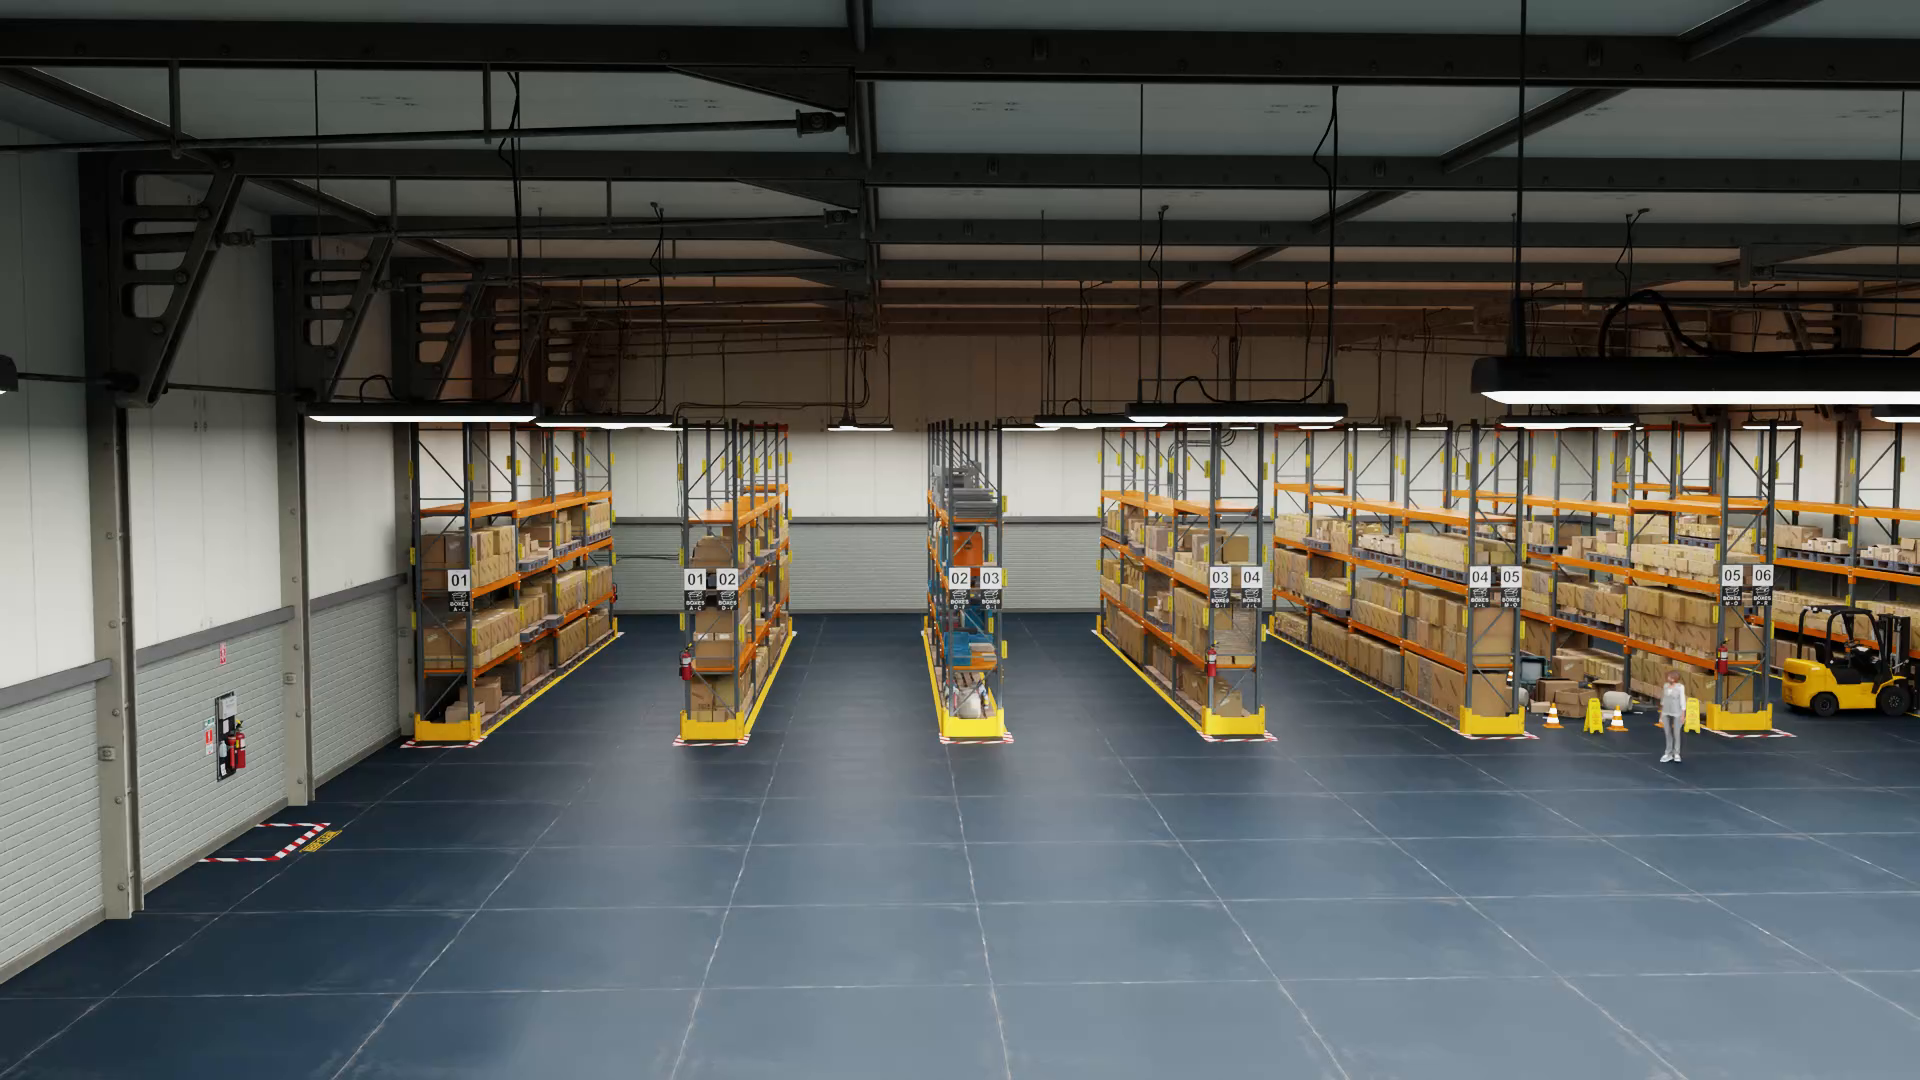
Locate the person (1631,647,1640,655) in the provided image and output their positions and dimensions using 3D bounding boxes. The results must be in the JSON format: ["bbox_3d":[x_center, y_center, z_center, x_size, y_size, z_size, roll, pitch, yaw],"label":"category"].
[{"bbox_3d":[17.299,2.134,42.694,0.608,1.775,0.603,-1,4,-18],"label":"person"}]

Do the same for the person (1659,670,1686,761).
[{"bbox_3d":[12.444,3.067,29.024,0.471,1.617,0.351,4,5,44],"label":"person"}]
